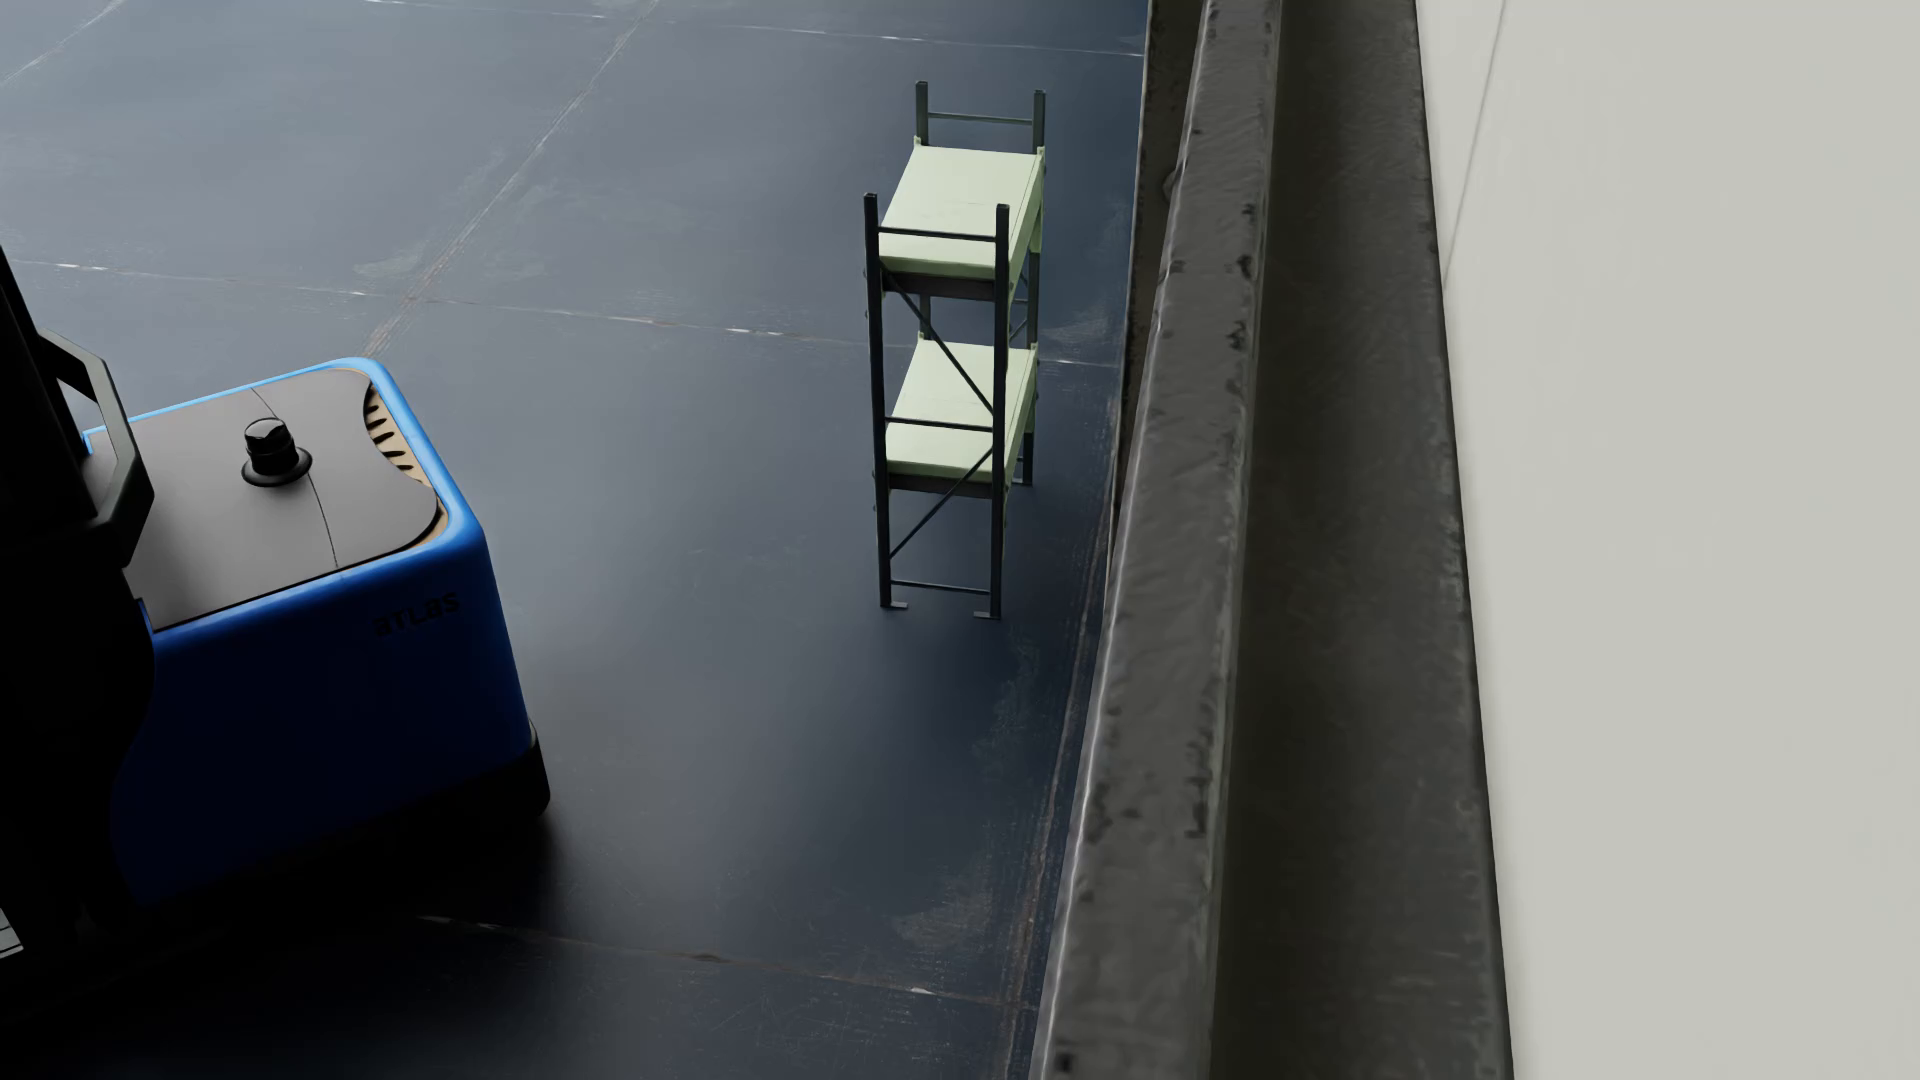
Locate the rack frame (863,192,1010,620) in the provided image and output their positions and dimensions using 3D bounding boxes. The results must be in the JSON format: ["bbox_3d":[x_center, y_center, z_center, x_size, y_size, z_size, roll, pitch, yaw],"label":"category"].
[{"bbox_3d":[-0.064,-0.344,4.989,0.400,1.500,0.023,6,40,8],"label":"rack frame"}]

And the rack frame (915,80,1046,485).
[{"bbox_3d":[0.062,-0.804,5.545,0.400,1.500,0.023,6,40,8],"label":"rack frame"}]

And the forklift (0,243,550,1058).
[{"bbox_3d":[-2.698,-0.098,3.569,3.031,2.935,1.130,-21,44,-23],"label":"forklift"}]

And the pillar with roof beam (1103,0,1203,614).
[{"bbox_3d":[-3.784,-2.707,1.962,9.100,9.000,0.400,6,40,8],"label":"pillar with roof beam"}]

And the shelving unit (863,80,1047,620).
[{"bbox_3d":[-0.001,-0.574,5.267,0.431,1.500,0.755,6,40,8],"label":"shelving unit"}]

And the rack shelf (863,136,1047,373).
[{"bbox_3d":[-0.001,-0.875,5.018,0.431,0.370,0.720,6,40,8],"label":"rack shelf"}]

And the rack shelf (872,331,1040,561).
[{"bbox_3d":[-0.001,-0.323,5.475,0.431,0.370,0.720,6,40,8],"label":"rack shelf"}]
